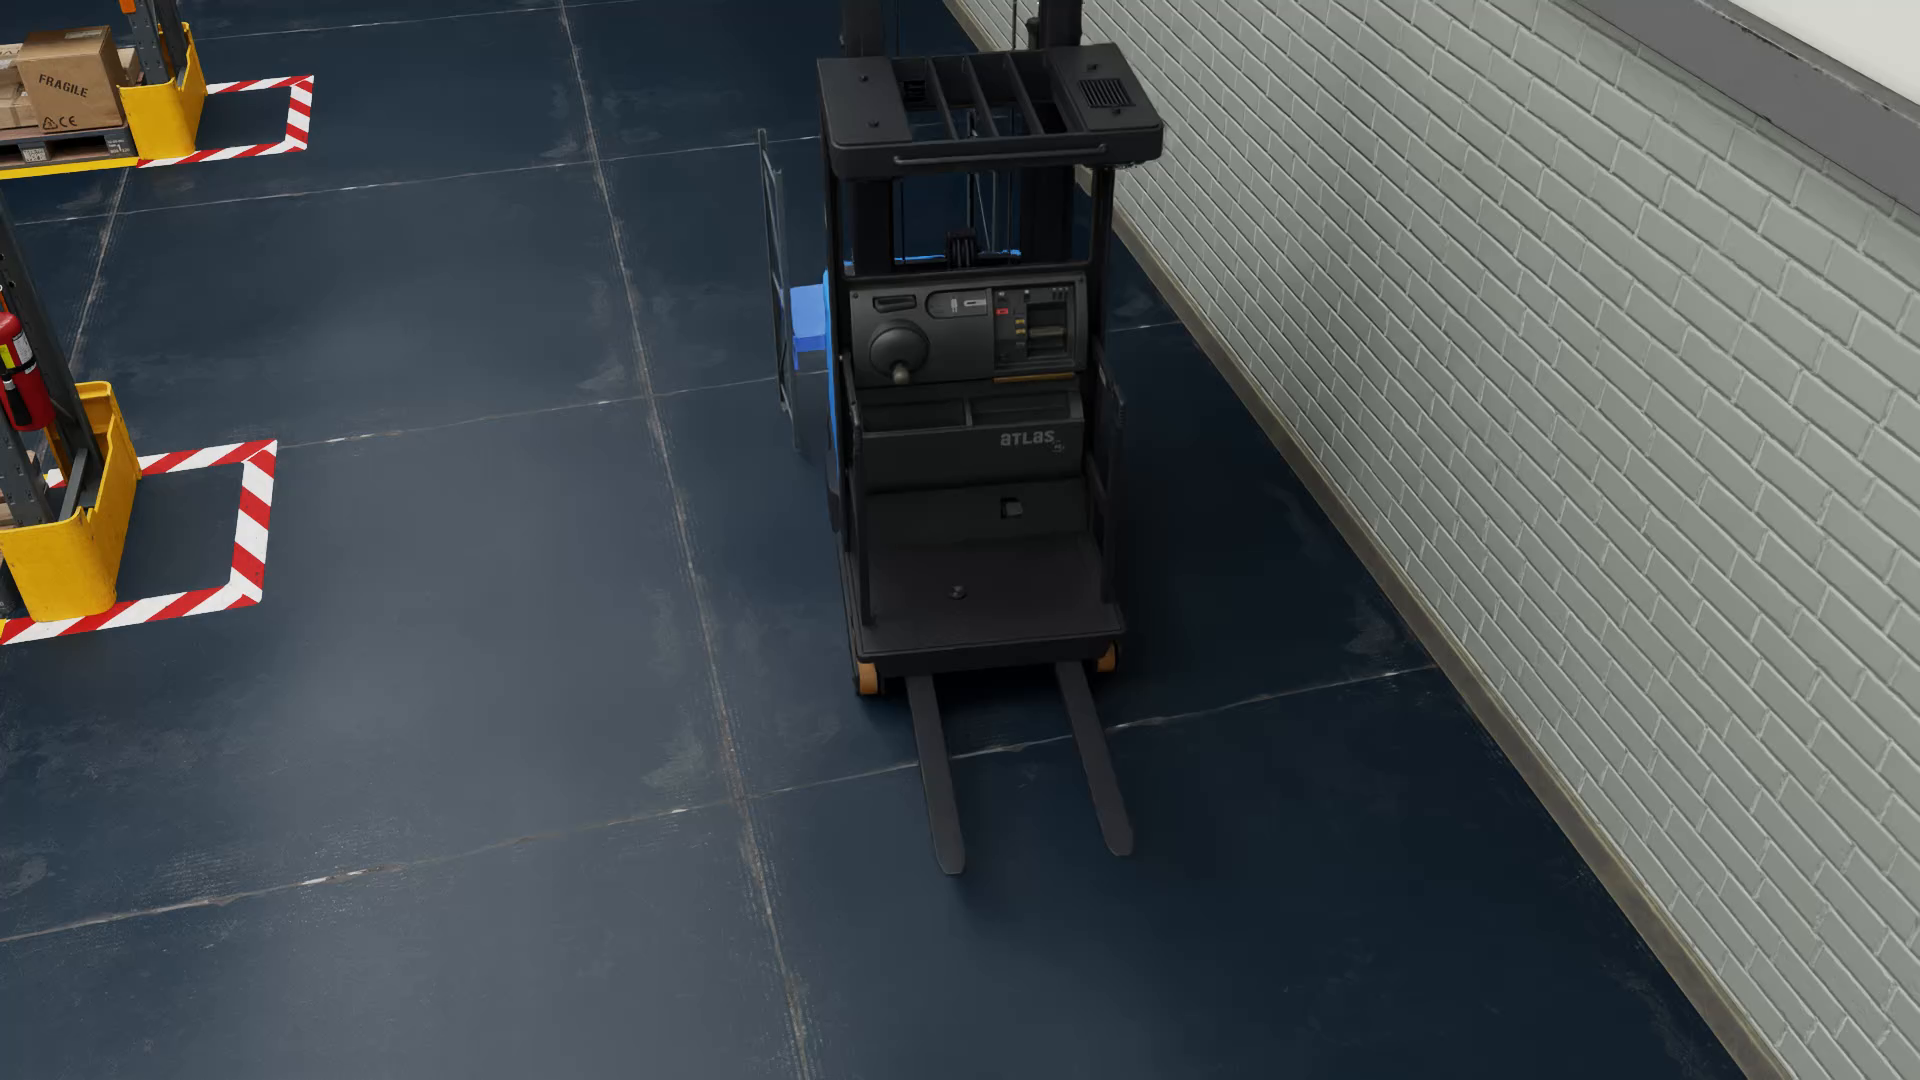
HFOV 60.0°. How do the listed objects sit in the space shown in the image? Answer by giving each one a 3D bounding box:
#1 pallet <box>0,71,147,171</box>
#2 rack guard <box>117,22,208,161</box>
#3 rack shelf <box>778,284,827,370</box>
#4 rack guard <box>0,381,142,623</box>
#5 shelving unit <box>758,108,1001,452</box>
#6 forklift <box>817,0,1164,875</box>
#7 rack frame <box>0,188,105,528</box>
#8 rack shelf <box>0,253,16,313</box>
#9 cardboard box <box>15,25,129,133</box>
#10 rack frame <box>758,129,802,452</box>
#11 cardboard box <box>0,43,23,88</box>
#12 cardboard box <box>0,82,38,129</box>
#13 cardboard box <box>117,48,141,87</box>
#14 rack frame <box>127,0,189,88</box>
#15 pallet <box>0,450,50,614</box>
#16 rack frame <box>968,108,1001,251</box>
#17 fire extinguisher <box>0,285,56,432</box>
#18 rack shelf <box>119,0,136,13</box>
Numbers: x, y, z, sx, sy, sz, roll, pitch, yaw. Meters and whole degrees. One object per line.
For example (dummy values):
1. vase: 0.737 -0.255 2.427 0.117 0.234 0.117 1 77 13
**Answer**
1. pallet: -6.205 -2.838 11.286 1.213 0.211 1.003 -9 38 -12
2. rack guard: -5.435 -3.080 11.364 0.348 0.500 1.175 -9 38 -12
3. rack shelf: -0.378 -1.118 8.272 1.000 0.185 0.538 -9 38 -11
4. rack guard: -4.054 -0.197 7.596 0.348 0.500 1.175 -9 38 -12
5. shelving unit: -0.378 -1.261 8.163 1.048 1.500 0.538 -9 38 -11
6. forklift: 0.071 -0.750 6.319 1.130 2.935 3.031 -5 38 -6
7. rack frame: -4.074 -1.178 6.822 0.127 3.000 1.000 -9 38 -12
8. rack shelf: -6.005 -0.576 6.626 4.000 0.370 1.077 -9 38 -12
9. cardboard box: -5.823 -3.036 10.945 0.500 0.500 0.500 -9 38 -12
10. rack frame: -0.870 -1.185 8.063 0.032 1.500 0.500 -9 38 -11
11. cardboard box: -6.444 -3.168 11.324 0.500 0.250 0.500 -9 38 -12
12. cardboard box: -6.237 -2.892 11.031 0.250 0.166 0.380 -9 38 -12
13. cardboard box: -5.856 -3.262 11.530 0.250 0.149 0.380 -9 38 -12
14. rack frame: -5.362 -4.084 10.621 0.127 3.000 1.000 -9 38 -12
15. pallet: -4.880 0.037 7.528 1.213 0.211 1.003 -9 38 -12
16. rack frame: 0.115 -1.338 8.263 0.032 1.500 0.500 -9 38 -11
17. fire extinguisher: -3.810 -0.757 6.641 0.183 0.674 0.296 -9 38 -12
18. rack shelf: -7.293 -3.482 10.425 4.000 0.370 1.077 -9 38 -12
